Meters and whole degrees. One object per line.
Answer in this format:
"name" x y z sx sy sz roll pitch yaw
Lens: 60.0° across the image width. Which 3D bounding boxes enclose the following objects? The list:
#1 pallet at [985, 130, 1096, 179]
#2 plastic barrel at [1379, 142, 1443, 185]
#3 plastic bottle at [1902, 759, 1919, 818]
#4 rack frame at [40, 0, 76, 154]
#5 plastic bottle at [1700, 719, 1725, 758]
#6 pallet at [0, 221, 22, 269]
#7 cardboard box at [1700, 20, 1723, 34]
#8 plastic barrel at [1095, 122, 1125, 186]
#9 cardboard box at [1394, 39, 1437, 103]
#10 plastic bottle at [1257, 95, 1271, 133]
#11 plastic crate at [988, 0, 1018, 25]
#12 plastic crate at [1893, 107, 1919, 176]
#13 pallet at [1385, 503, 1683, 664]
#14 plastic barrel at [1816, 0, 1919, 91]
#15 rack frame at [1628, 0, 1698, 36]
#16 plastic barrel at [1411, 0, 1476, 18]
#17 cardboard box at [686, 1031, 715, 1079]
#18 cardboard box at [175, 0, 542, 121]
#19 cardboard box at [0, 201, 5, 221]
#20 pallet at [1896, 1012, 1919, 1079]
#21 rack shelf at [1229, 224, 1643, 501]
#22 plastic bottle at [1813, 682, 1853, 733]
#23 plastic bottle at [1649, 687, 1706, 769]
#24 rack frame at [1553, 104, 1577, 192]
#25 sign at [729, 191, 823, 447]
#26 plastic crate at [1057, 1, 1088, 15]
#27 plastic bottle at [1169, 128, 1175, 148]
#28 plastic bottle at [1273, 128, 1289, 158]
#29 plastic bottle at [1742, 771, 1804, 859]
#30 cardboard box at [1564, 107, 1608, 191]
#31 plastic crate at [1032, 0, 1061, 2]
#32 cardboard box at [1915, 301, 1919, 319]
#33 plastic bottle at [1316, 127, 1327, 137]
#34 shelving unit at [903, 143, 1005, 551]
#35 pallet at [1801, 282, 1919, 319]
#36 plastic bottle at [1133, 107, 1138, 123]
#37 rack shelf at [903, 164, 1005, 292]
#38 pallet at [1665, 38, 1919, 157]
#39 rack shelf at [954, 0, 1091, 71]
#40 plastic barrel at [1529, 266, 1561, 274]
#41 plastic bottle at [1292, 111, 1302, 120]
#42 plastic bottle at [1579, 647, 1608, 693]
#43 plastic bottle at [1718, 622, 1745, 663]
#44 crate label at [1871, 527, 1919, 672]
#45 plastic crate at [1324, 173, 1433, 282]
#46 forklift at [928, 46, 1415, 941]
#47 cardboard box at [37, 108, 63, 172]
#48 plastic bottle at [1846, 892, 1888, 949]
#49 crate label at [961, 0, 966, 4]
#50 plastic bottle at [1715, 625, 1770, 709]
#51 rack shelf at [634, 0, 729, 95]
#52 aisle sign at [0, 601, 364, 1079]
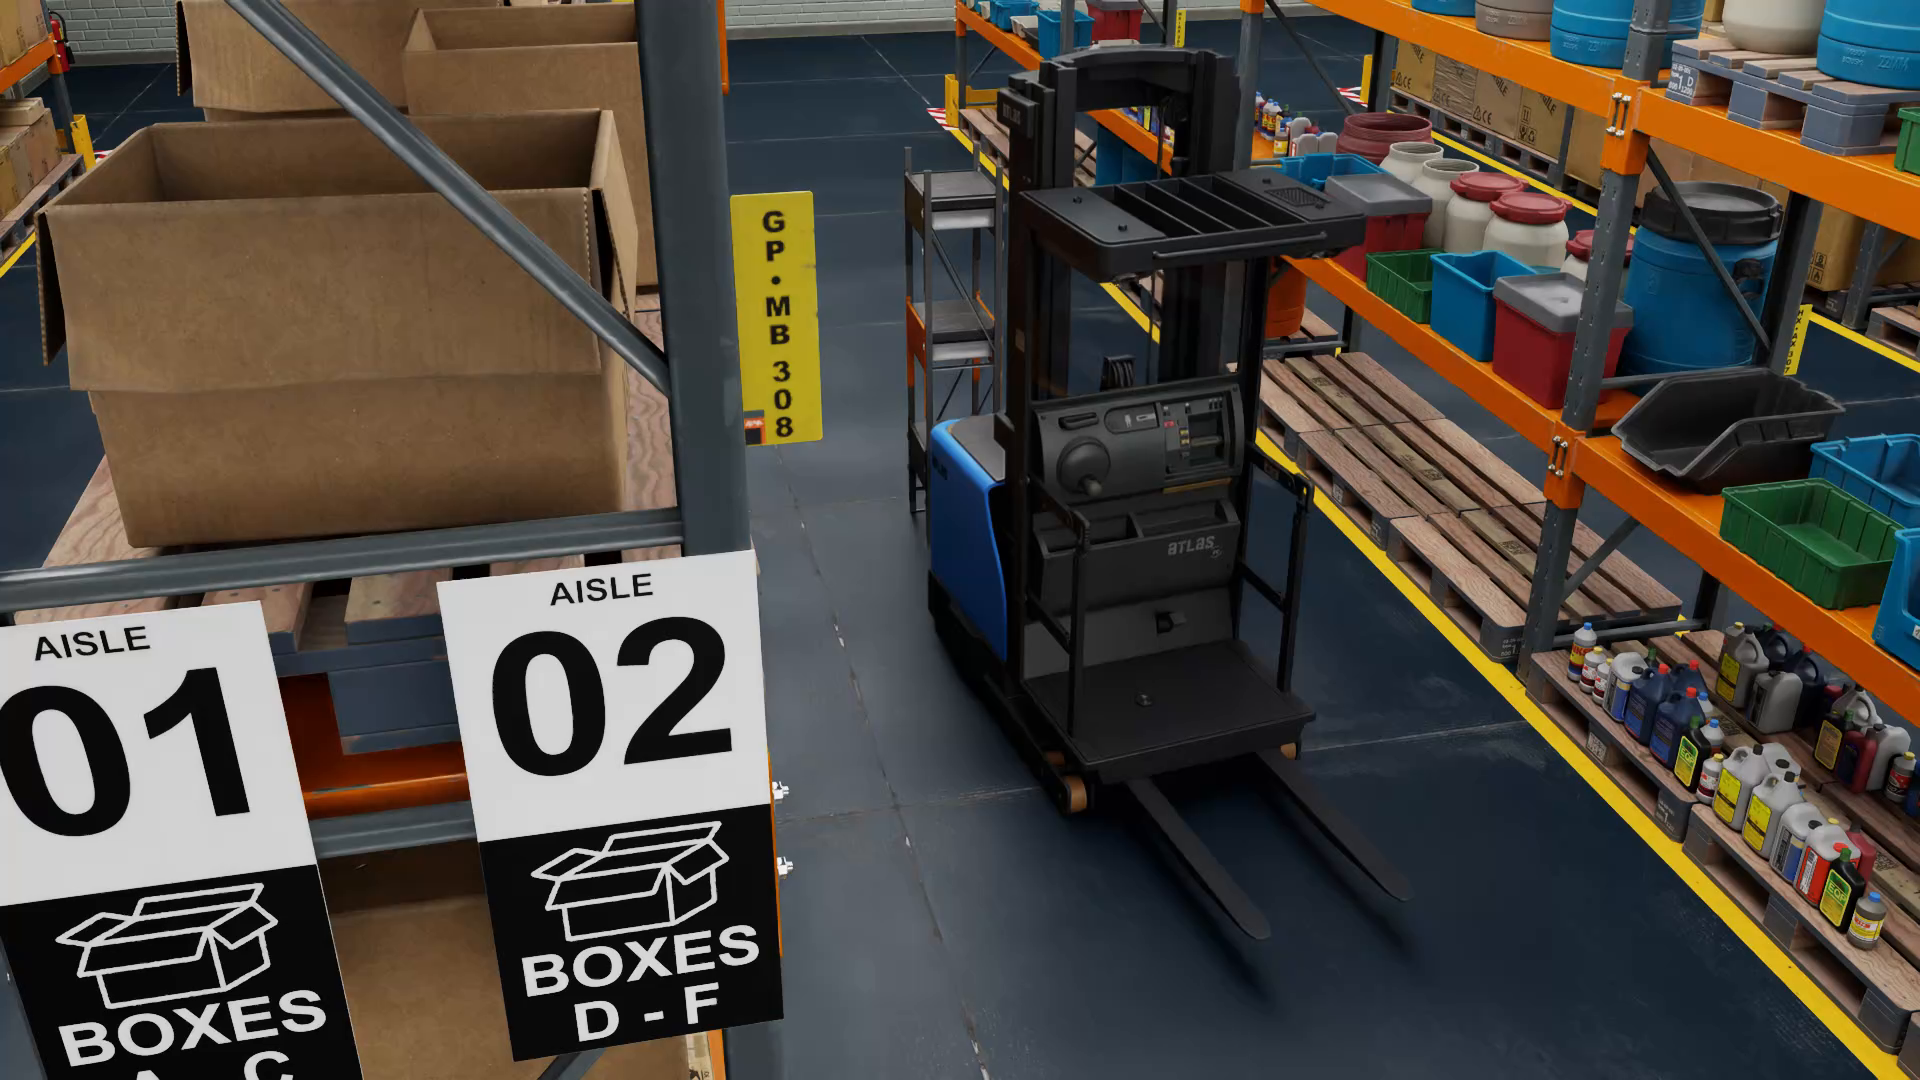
"pallet" 0.872 -3.832 16.609 1.003 0.211 1.213 -6 27 -12
"plastic barrel" 2.695 -2.086 9.929 0.421 0.512 0.421 0 27 0
"plastic bottle" 3.807 0.957 6.565 0.097 0.271 0.097 0 27 0
"rack frame" -9.200 -4.972 15.771 1.000 3.000 0.127 -6 27 -12
"plastic bottle" 3.046 0.852 6.773 0.097 0.271 0.097 0 27 0
"pallet" -8.394 -2.313 13.598 1.003 0.211 1.213 -6 27 -12
"cardboard box" 6.266 -4.102 13.937 0.500 0.500 0.500 -7 28 -13
"plastic barrel" 1.460 -3.232 14.187 0.600 0.901 0.708 -6 27 -12
"cardboard box" 5.500 -5.447 18.605 0.875 0.875 0.875 -6 27 -12
"plastic bottle" 2.256 -3.148 12.288 0.061 0.283 0.133 -6 27 -12
"plastic crate" 0.484 -5.210 16.363 0.416 0.233 0.300 -6 27 -12
"plastic crate" 3.247 -1.234 5.272 0.336 0.188 0.450 -6 27 -12
"pallet" 2.942 0.194 8.631 1.003 0.211 1.213 -6 27 -12
"plastic barrel" 3.276 -2.012 5.557 0.600 0.901 0.708 -6 27 -12
"rack frame" 3.156 -3.388 5.976 1.000 3.000 0.127 -6 27 -12
"plastic barrel" 2.536 -3.048 8.075 0.600 0.901 0.708 -6 27 -12
"cardboard box" -0.647 1.019 3.071 0.380 0.149 0.250 -6 27 -12
"cardboard box" -1.422 -1.108 4.051 0.797 0.503 0.637 -3 27 -6
"cardboard box" -8.477 -2.847 13.870 0.700 0.500 0.500 -6 27 -12
"pallet" 3.817 1.905 5.241 1.003 0.211 1.213 -6 27 -12
"rack shelf" 2.706 -1.267 9.229 1.077 0.370 4.000 -6 27 -12
"plastic bottle" 3.703 0.711 7.038 0.061 0.283 0.133 -4 27 -8
"plastic bottle" 2.977 0.756 6.875 0.144 0.351 0.185 -7 28 -14
"rack frame" 6.179 -4.725 15.282 1.000 3.000 0.127 -6 27 -12
"sign" -0.227 -0.271 2.071 0.100 0.325 0.005 -6 27 -12
"plastic crate" 1.189 -4.885 15.664 0.437 0.282 0.530 -6 27 -12
"plastic bottle" 1.556 -2.922 11.930 0.097 0.201 0.097 0 27 0
"plastic bottle" 2.251 -2.782 11.654 0.097 0.201 0.097 0 27 0
"plastic bottle" 3.114 1.024 6.344 0.144 0.351 0.185 -5 27 -9
"cardboard box" 6.343 -3.685 15.113 1.225 0.875 0.875 -6 27 -11
"plastic crate" 0.864 -5.419 16.883 0.396 0.136 0.243 -6 27 -12
"cardboard box" 7.251 -1.757 11.688 0.700 0.500 0.500 -7 28 -14
"plastic bottle" 2.473 -2.685 11.383 0.097 0.271 0.097 0 27 0
"shelving unit" -0.037 -1.010 8.921 0.431 2.100 0.503 -6 27 -12
"pallet" 6.976 -2.078 13.132 1.003 0.211 1.213 -6 27 -12
"plastic bottle" 1.369 -3.318 12.637 0.097 0.271 0.097 0 27 0
"rack shelf" -0.037 -1.623 8.612 0.431 0.518 0.480 -6 27 -12
"pallet" 3.414 -1.658 6.086 1.213 0.211 1.003 -6 27 -12
"rack shelf" 0.903 -4.779 16.187 1.077 0.370 4.000 -6 27 -12
"plastic barrel" 3.008 -1.245 8.541 0.301 0.262 0.301 0 27 0
"plastic bottle" 2.382 -2.903 11.802 0.061 0.283 0.133 -6 27 -12
"plastic bottle" 2.824 0.572 7.405 0.097 0.201 0.097 0 27 0
"plastic bottle" 3.542 0.471 7.606 0.097 0.201 0.097 0 27 0
"crate label" 3.380 0.250 5.387 0.502 0.435 0.616 -6 27 -12
"plastic crate" 2.321 -1.754 9.325 0.402 0.464 0.583 -6 27 -12
"forklift" 0.836 -0.374 6.738 1.130 2.935 3.031 -10 28 -18
"cardboard box" -8.945 -3.746 15.651 0.700 0.500 0.500 -6 27 -12
"plastic bottle" 3.217 1.337 5.889 0.097 0.201 0.097 0 27 0
"crate label" 0.187 -5.788 17.508 0.416 0.233 0.303 -6 27 -12
"plastic bottle" 3.442 0.544 7.294 0.144 0.351 0.185 -6 27 -12
"rack shelf" -1.220 -1.509 3.495 1.077 0.370 4.000 -6 27 -12
"aisle sign" -1.040 0.446 2.153 0.394 0.787 0.004 -6 27 -12
